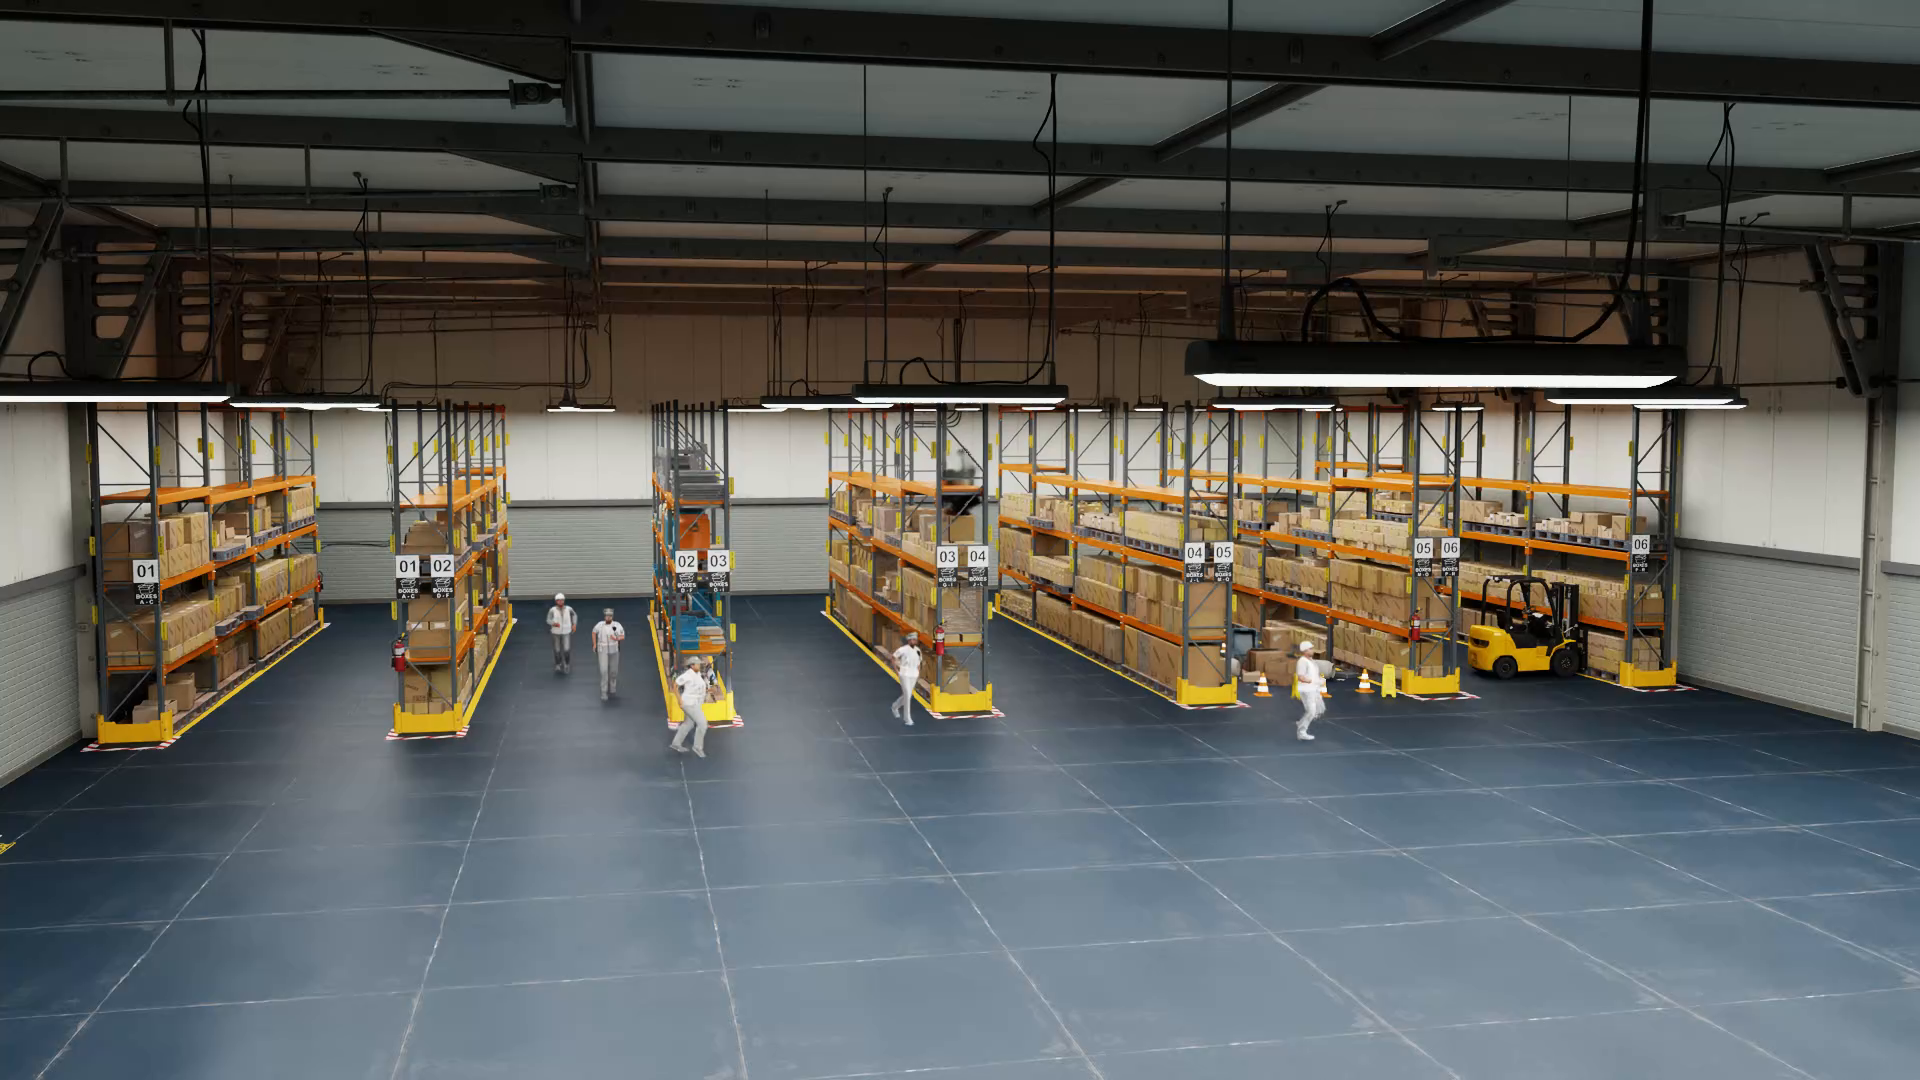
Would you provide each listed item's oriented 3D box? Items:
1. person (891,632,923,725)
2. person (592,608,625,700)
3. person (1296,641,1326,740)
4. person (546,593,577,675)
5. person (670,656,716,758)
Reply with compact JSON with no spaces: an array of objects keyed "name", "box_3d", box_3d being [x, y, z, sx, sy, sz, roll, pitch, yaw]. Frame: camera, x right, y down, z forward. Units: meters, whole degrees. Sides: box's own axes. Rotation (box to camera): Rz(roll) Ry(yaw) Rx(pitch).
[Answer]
[{"name":"person","box_3d":[-0.970,2.572,31.068,0.604,1.726,0.815,-3,5,-37]},{"name":"person","box_3d":[-7.122,2.290,33.725,0.643,1.833,0.830,-1,4,-14]},{"name":"person","box_3d":[6.167,2.644,29.191,0.589,1.737,0.656,2,5,30]},{"name":"person","box_3d":[-8.796,2.092,36.745,0.671,1.834,0.733,-1,5,-17]},{"name":"person","box_3d":[-4.484,2.803,27.842,0.821,1.724,0.569,1,4,8]}]
